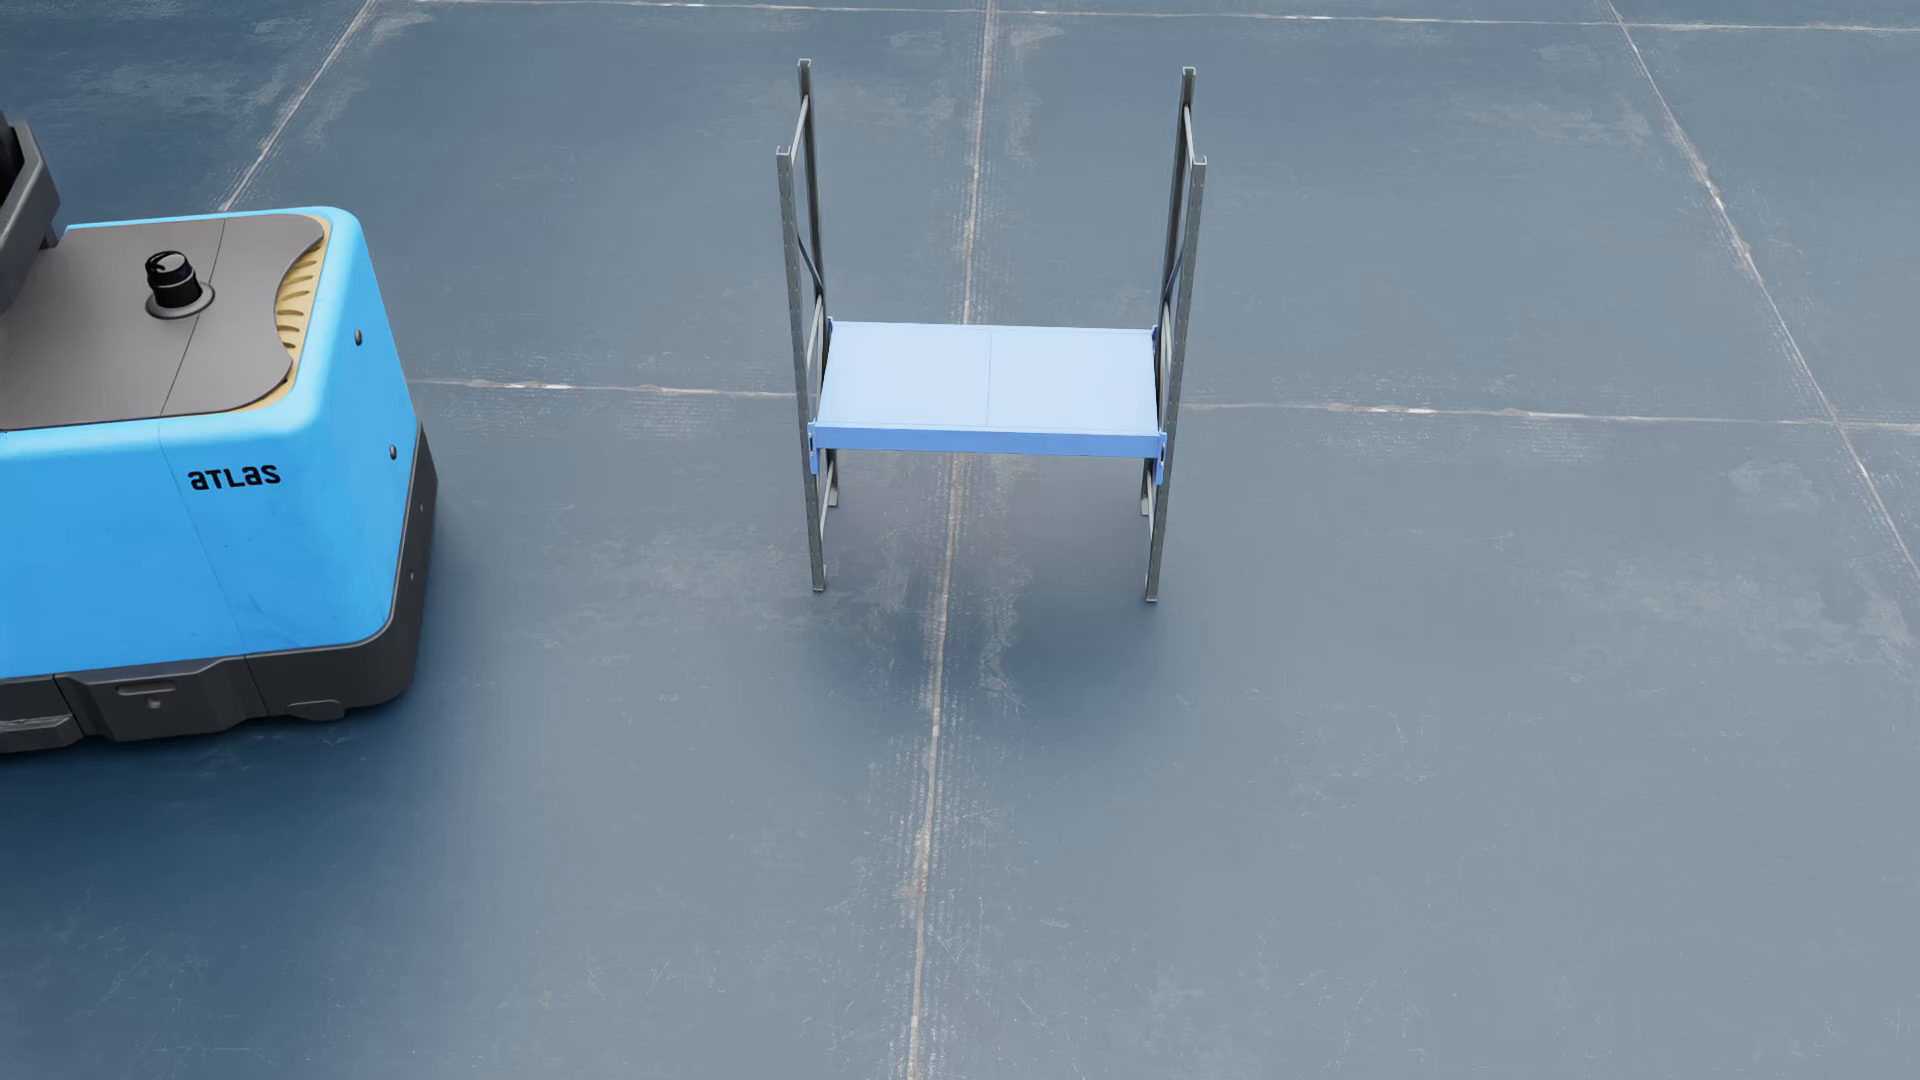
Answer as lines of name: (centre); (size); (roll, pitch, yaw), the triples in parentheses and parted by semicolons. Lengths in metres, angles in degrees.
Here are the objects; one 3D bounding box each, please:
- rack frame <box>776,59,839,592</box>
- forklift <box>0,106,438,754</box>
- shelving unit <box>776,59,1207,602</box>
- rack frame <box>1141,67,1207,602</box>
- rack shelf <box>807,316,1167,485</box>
rack frame: (-0.423, -0.562, 4.753); (0.032, 1.500, 0.500); (2, 43, 2)
forklift: (-3.116, -0.773, 3.929); (3.031, 2.935, 1.130); (-6, 43, -6)
shelving unit: (0.085, -0.546, 4.736); (1.048, 1.500, 0.538); (2, 43, 2)
rack frame: (0.593, -0.531, 4.719); (0.032, 1.500, 0.500); (2, 43, 2)
rack shelf: (0.085, -0.415, 4.859); (1.000, 0.185, 0.538); (2, 43, 2)
